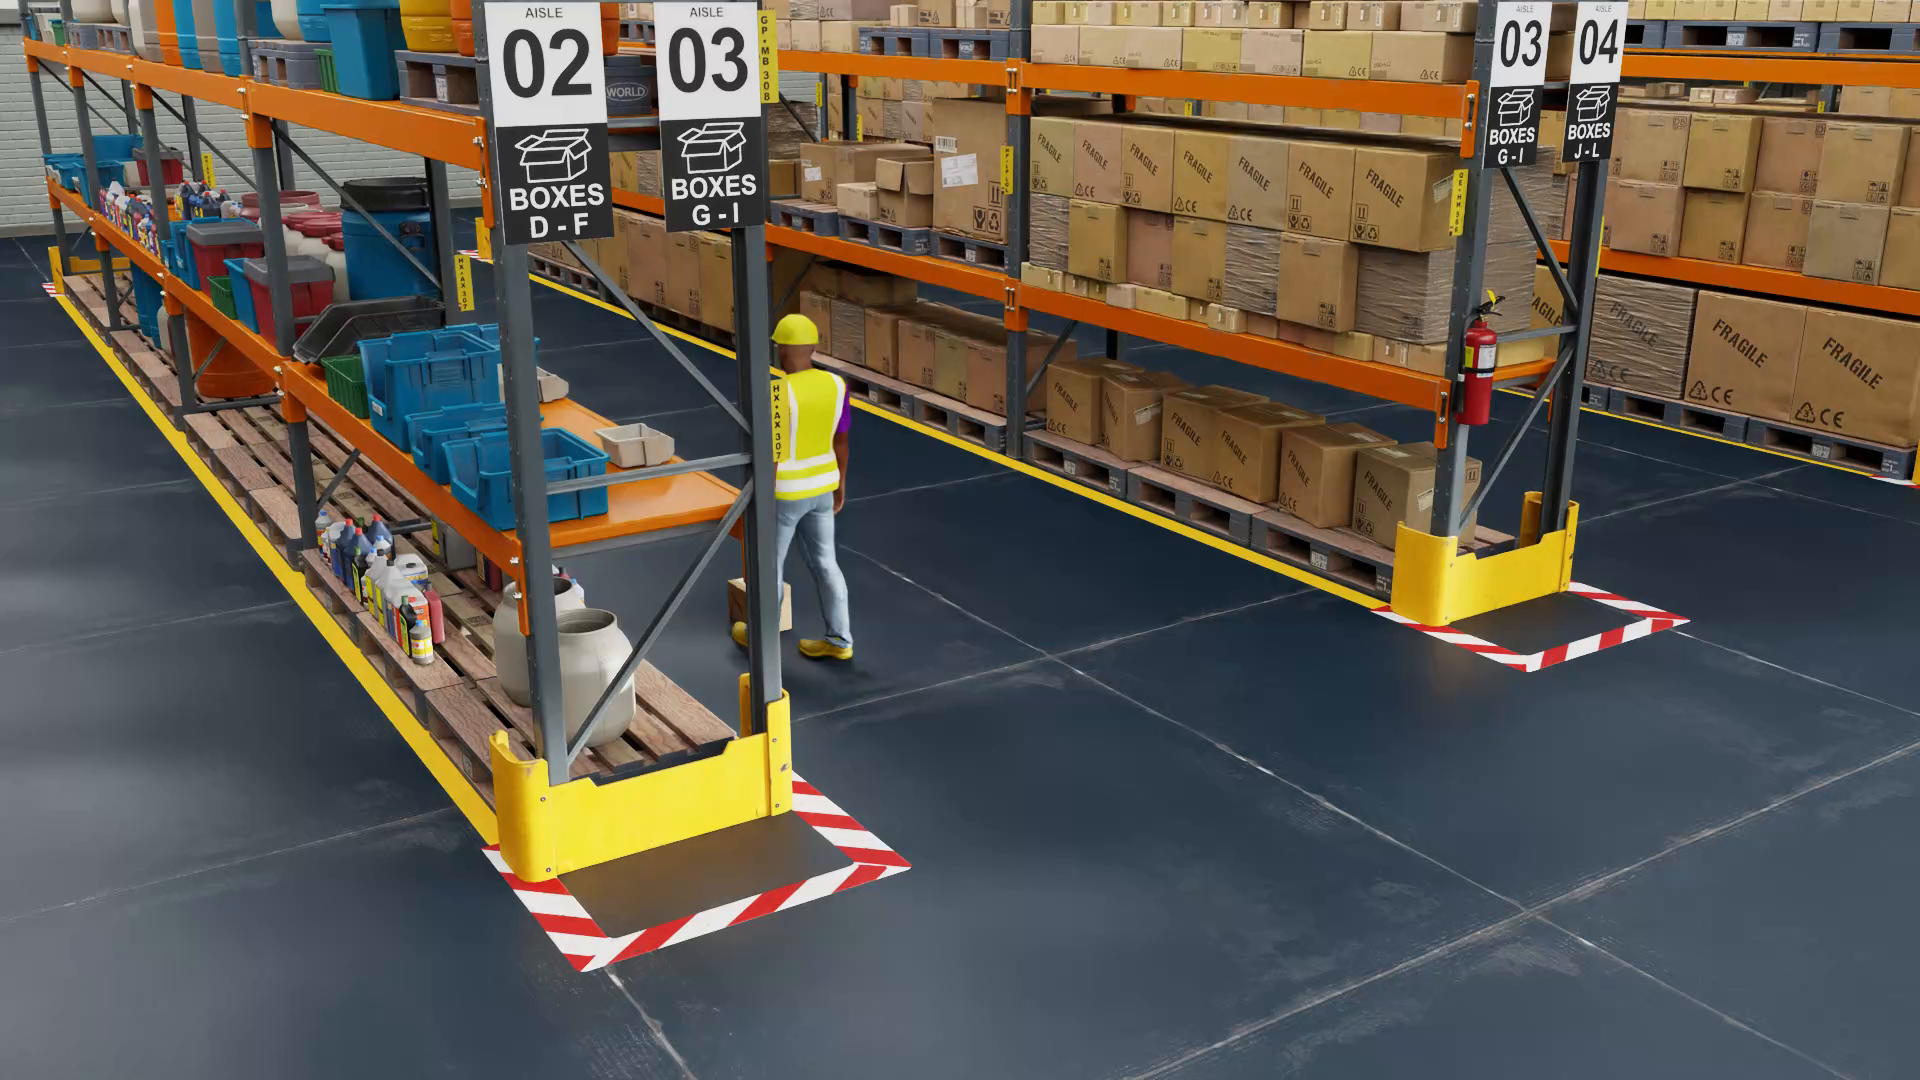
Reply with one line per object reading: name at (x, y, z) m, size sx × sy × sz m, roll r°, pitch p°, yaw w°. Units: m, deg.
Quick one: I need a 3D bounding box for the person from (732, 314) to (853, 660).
person at (-0.870, -0.263, 8.322) m, size 0.667 × 1.761 × 0.592 m, roll 17°, pitch 25°, yaw 42°
